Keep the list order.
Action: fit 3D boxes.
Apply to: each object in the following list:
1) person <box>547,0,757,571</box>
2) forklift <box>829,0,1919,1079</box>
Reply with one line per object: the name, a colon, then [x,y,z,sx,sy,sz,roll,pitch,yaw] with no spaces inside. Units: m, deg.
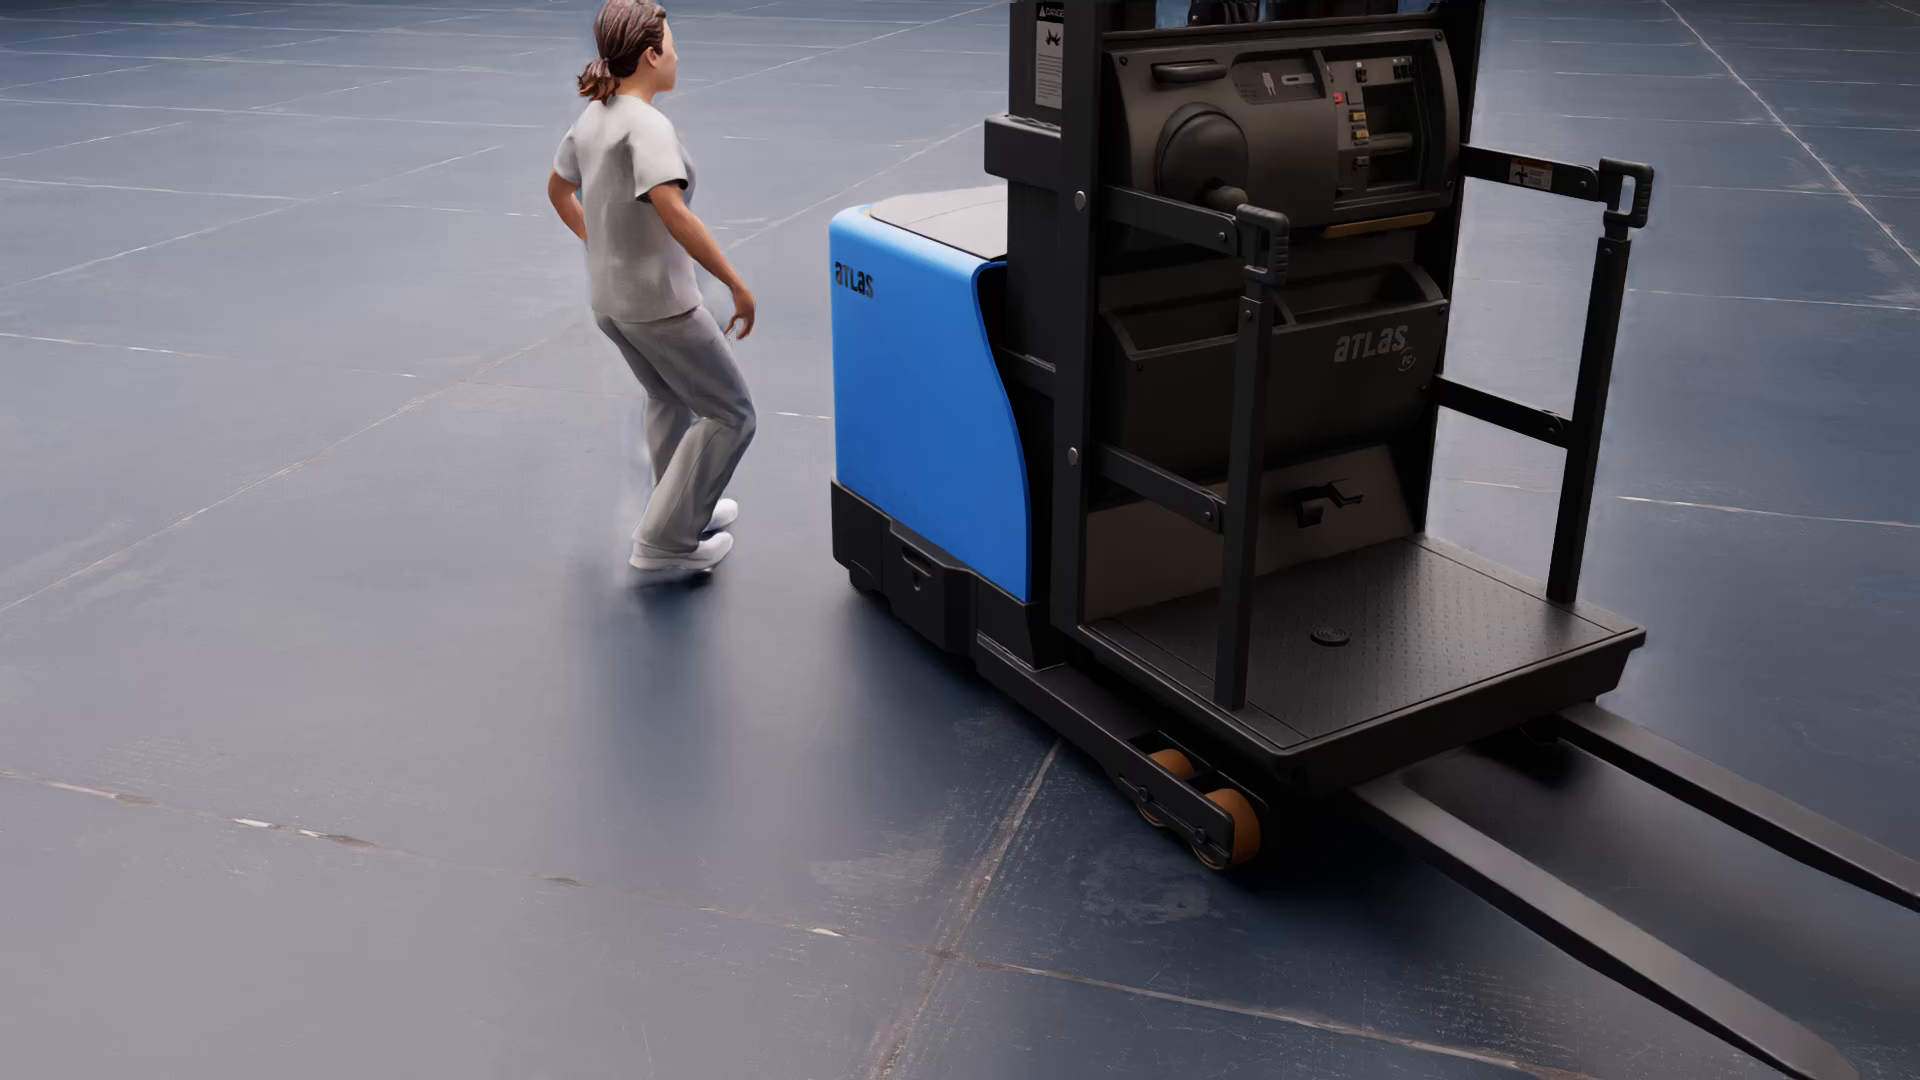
person: [-0.782,-0.680,4.680,0.531,1.623,0.787,-16,27,-34]
forklift: [0.827,-0.872,3.392,1.130,2.935,3.031,-13,26,-29]
